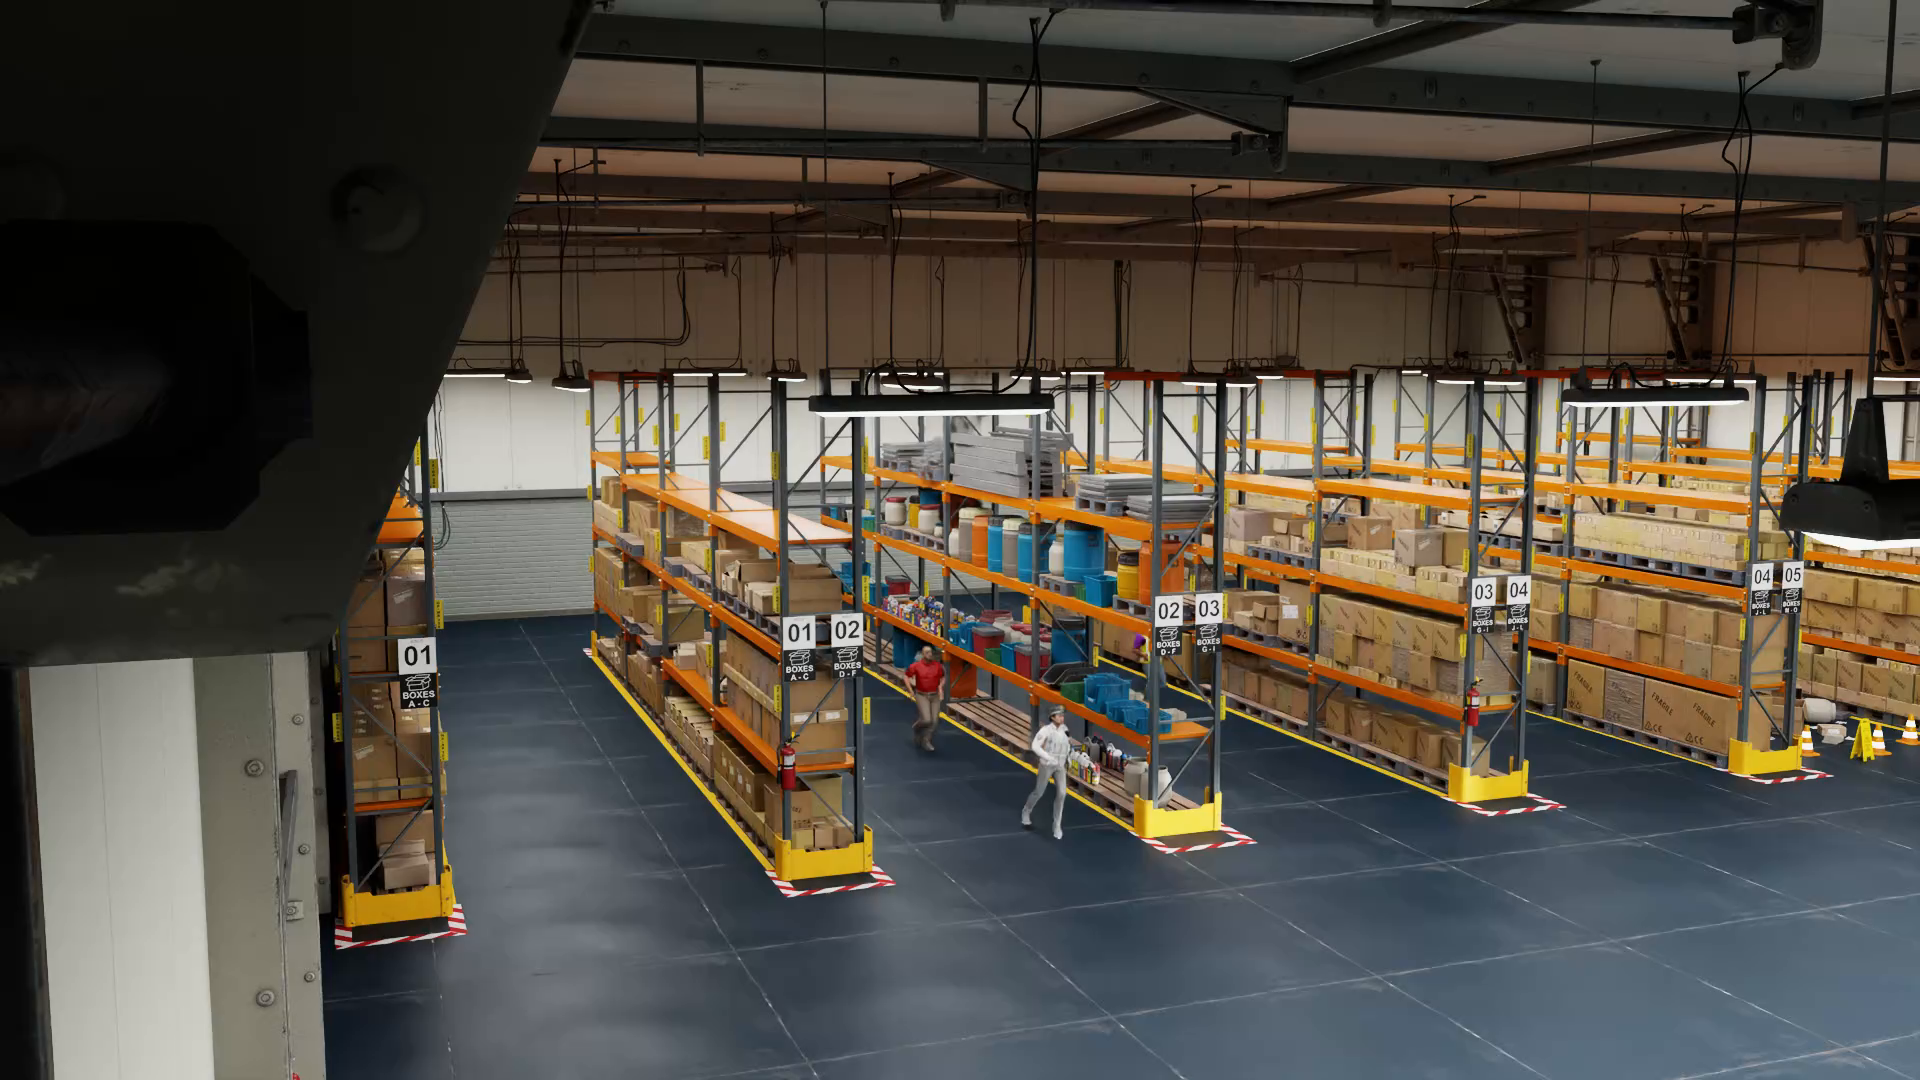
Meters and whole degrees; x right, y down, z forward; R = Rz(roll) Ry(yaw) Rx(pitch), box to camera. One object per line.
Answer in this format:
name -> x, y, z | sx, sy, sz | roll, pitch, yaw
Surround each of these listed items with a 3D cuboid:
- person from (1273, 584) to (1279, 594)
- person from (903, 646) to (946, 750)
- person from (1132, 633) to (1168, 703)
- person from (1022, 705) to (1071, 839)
person -> 7.926, 0.931, 40.962 | 0.710, 1.762, 0.626 | 5, 8, 37
person -> -0.512, 2.533, 26.577 | 0.665, 1.685, 0.593 | -3, 7, -24
person -> 3.408, 2.173, 29.623 | 0.696, 1.718, 0.605 | -3, 7, -27
person -> 1.247, 3.036, 22.145 | 0.678, 1.705, 0.825 | -3, 7, -25
